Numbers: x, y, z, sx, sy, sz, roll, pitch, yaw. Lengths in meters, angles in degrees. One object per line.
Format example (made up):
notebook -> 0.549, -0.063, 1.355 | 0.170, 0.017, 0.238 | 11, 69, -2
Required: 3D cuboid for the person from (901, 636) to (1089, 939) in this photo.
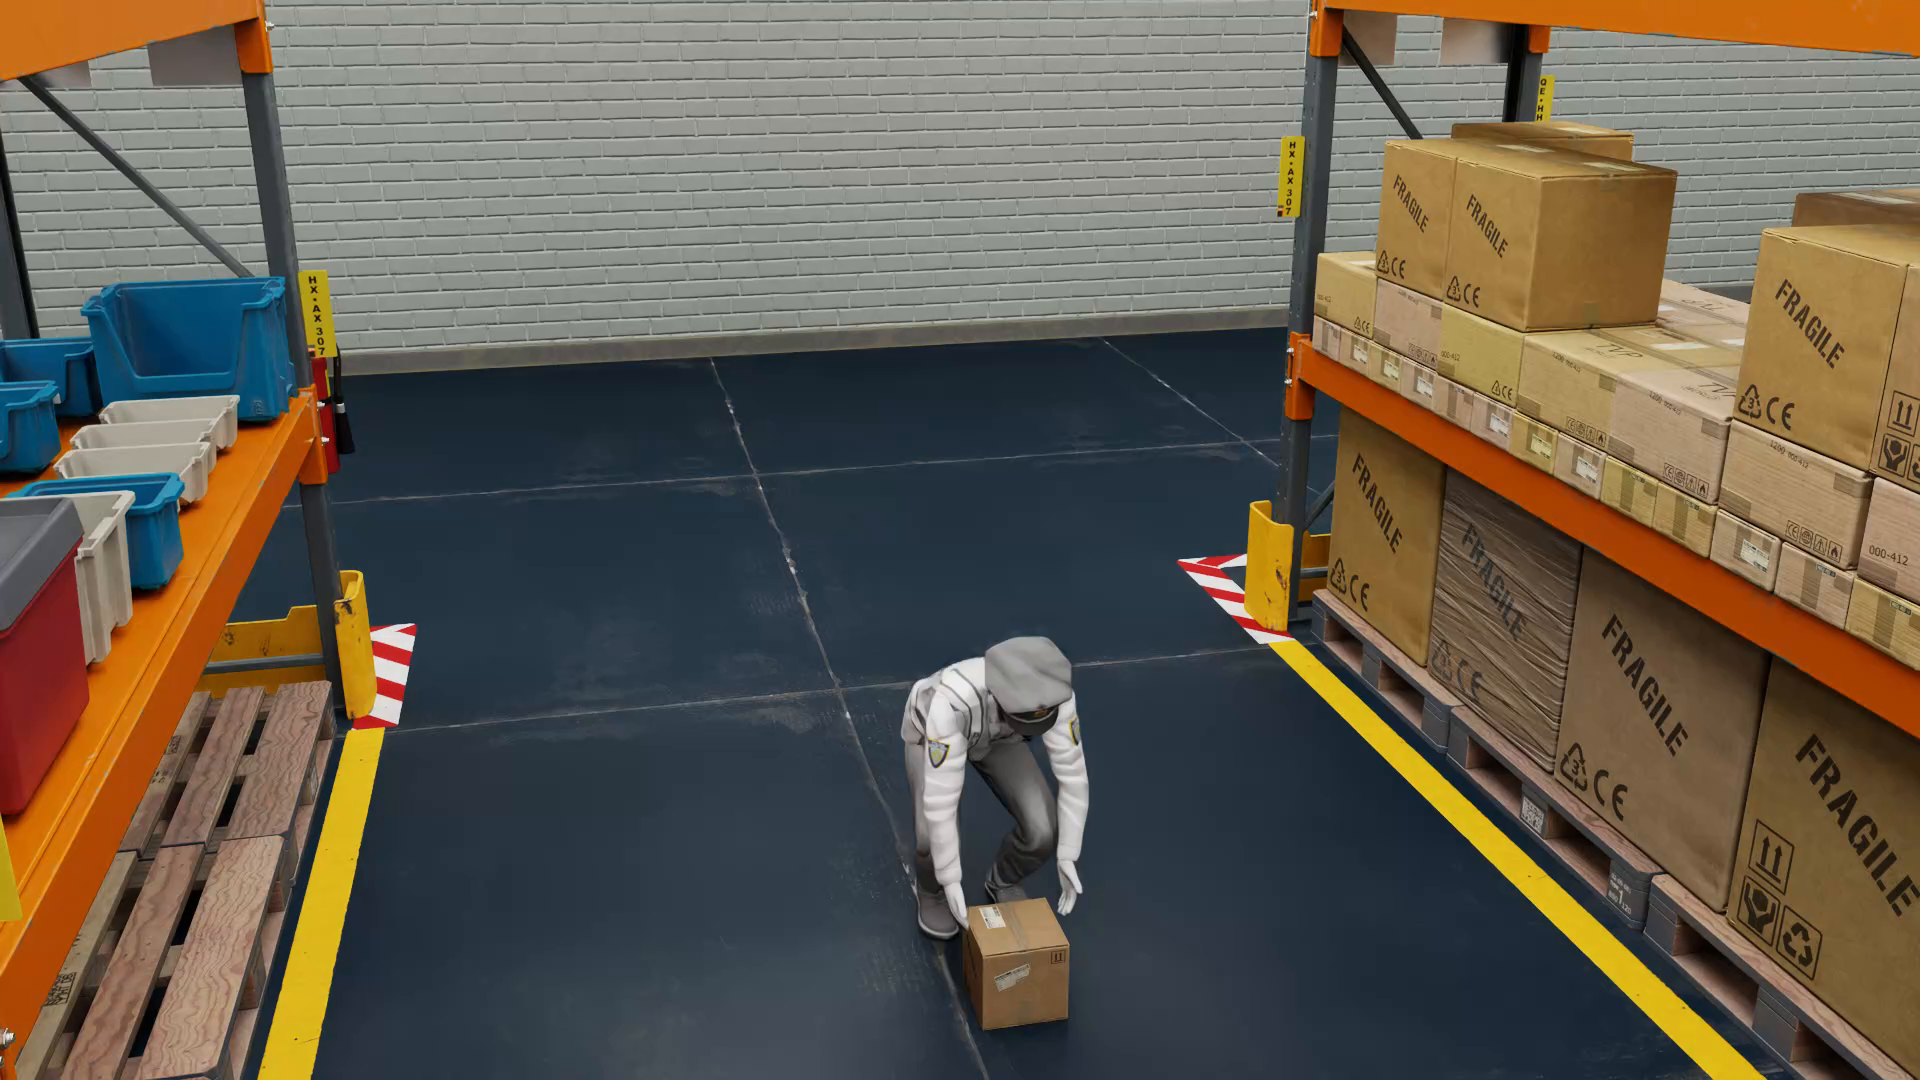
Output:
person -> 0.103, 0.708, 4.978 | 0.505, 1.075, 0.827 | -5, 20, -13
